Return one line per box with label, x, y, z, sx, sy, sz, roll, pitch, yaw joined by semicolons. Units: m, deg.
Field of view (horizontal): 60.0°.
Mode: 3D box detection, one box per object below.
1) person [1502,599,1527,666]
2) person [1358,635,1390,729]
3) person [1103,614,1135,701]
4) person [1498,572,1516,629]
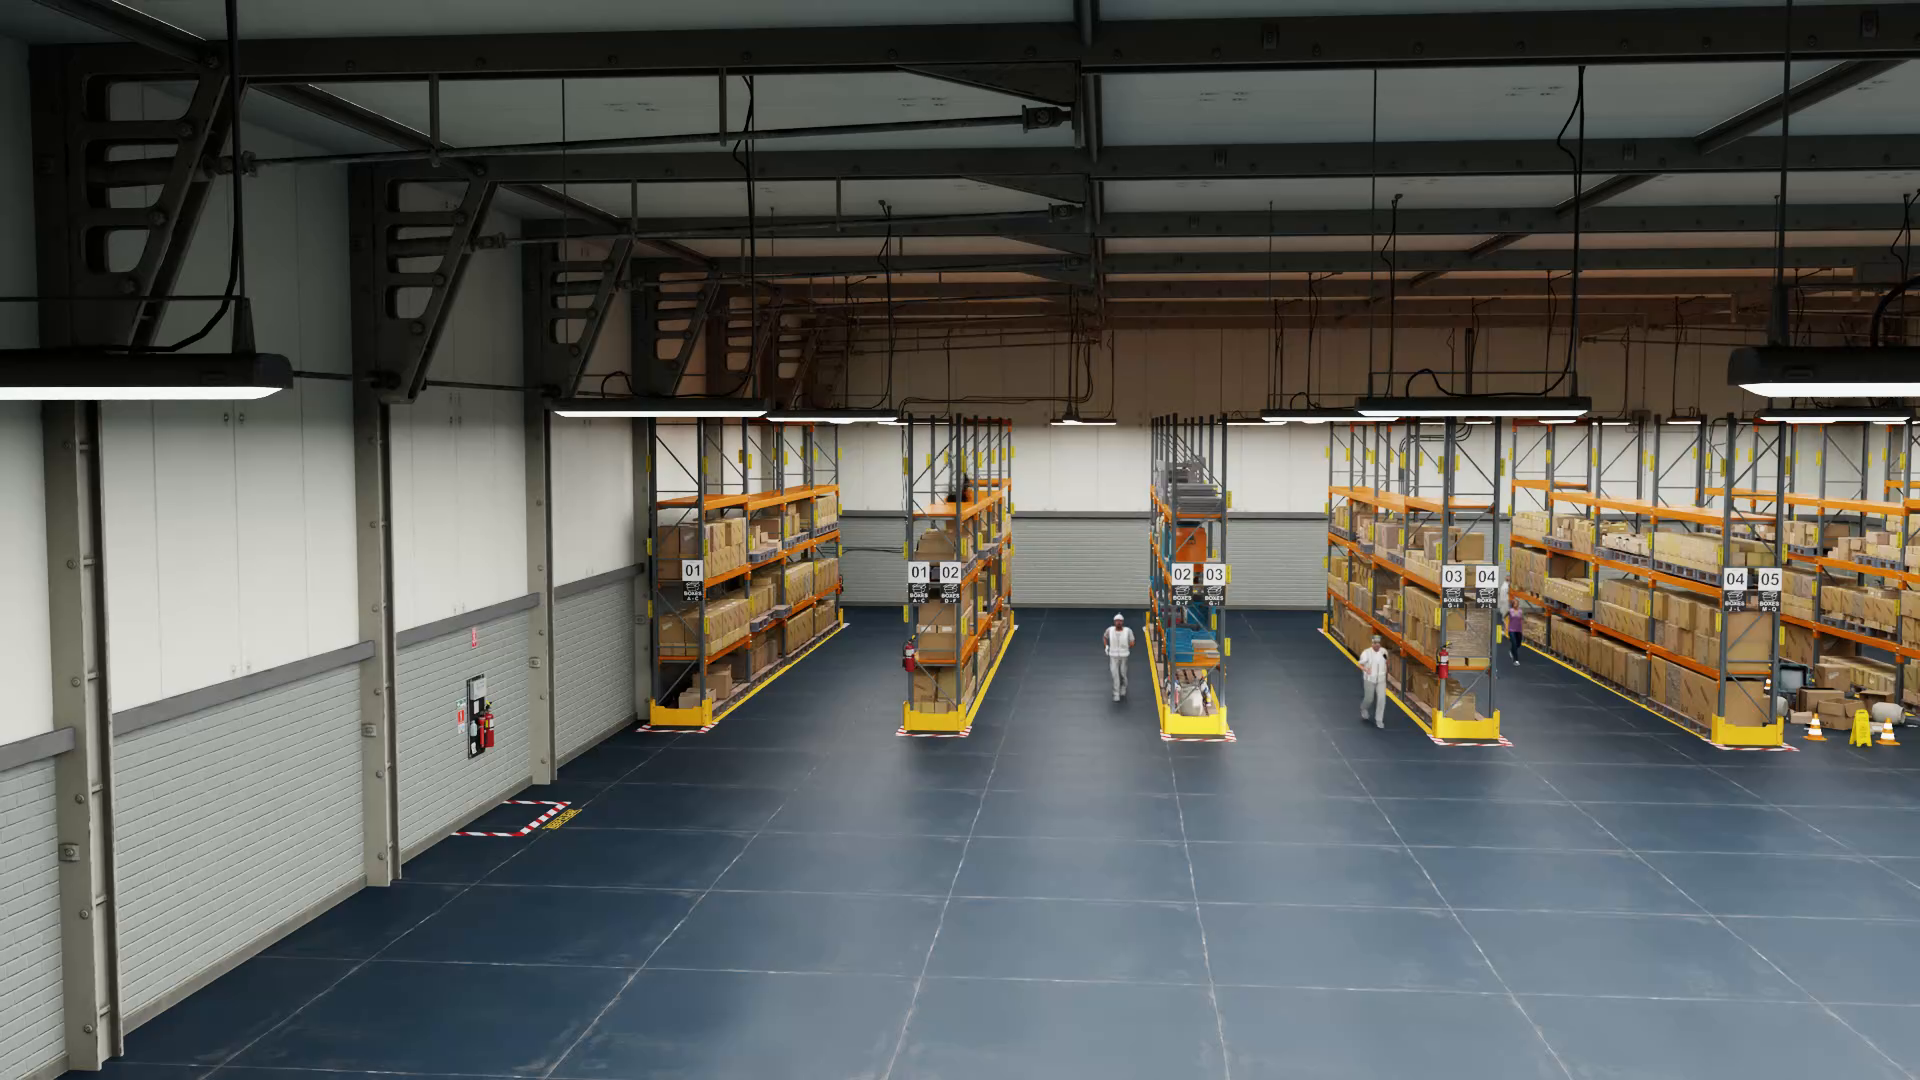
person;13.409;2.212;40.202;0.543;1.576;0.877;0;4;-1
person;7.981;2.691;32.044;0.647;1.757;0.943;0;4;-1
person;3.347;2.452;35.023;0.682;1.780;0.905;0;4;7
person;15.467;1.735;47.104;0.538;1.644;0.600;-1;4;-16
